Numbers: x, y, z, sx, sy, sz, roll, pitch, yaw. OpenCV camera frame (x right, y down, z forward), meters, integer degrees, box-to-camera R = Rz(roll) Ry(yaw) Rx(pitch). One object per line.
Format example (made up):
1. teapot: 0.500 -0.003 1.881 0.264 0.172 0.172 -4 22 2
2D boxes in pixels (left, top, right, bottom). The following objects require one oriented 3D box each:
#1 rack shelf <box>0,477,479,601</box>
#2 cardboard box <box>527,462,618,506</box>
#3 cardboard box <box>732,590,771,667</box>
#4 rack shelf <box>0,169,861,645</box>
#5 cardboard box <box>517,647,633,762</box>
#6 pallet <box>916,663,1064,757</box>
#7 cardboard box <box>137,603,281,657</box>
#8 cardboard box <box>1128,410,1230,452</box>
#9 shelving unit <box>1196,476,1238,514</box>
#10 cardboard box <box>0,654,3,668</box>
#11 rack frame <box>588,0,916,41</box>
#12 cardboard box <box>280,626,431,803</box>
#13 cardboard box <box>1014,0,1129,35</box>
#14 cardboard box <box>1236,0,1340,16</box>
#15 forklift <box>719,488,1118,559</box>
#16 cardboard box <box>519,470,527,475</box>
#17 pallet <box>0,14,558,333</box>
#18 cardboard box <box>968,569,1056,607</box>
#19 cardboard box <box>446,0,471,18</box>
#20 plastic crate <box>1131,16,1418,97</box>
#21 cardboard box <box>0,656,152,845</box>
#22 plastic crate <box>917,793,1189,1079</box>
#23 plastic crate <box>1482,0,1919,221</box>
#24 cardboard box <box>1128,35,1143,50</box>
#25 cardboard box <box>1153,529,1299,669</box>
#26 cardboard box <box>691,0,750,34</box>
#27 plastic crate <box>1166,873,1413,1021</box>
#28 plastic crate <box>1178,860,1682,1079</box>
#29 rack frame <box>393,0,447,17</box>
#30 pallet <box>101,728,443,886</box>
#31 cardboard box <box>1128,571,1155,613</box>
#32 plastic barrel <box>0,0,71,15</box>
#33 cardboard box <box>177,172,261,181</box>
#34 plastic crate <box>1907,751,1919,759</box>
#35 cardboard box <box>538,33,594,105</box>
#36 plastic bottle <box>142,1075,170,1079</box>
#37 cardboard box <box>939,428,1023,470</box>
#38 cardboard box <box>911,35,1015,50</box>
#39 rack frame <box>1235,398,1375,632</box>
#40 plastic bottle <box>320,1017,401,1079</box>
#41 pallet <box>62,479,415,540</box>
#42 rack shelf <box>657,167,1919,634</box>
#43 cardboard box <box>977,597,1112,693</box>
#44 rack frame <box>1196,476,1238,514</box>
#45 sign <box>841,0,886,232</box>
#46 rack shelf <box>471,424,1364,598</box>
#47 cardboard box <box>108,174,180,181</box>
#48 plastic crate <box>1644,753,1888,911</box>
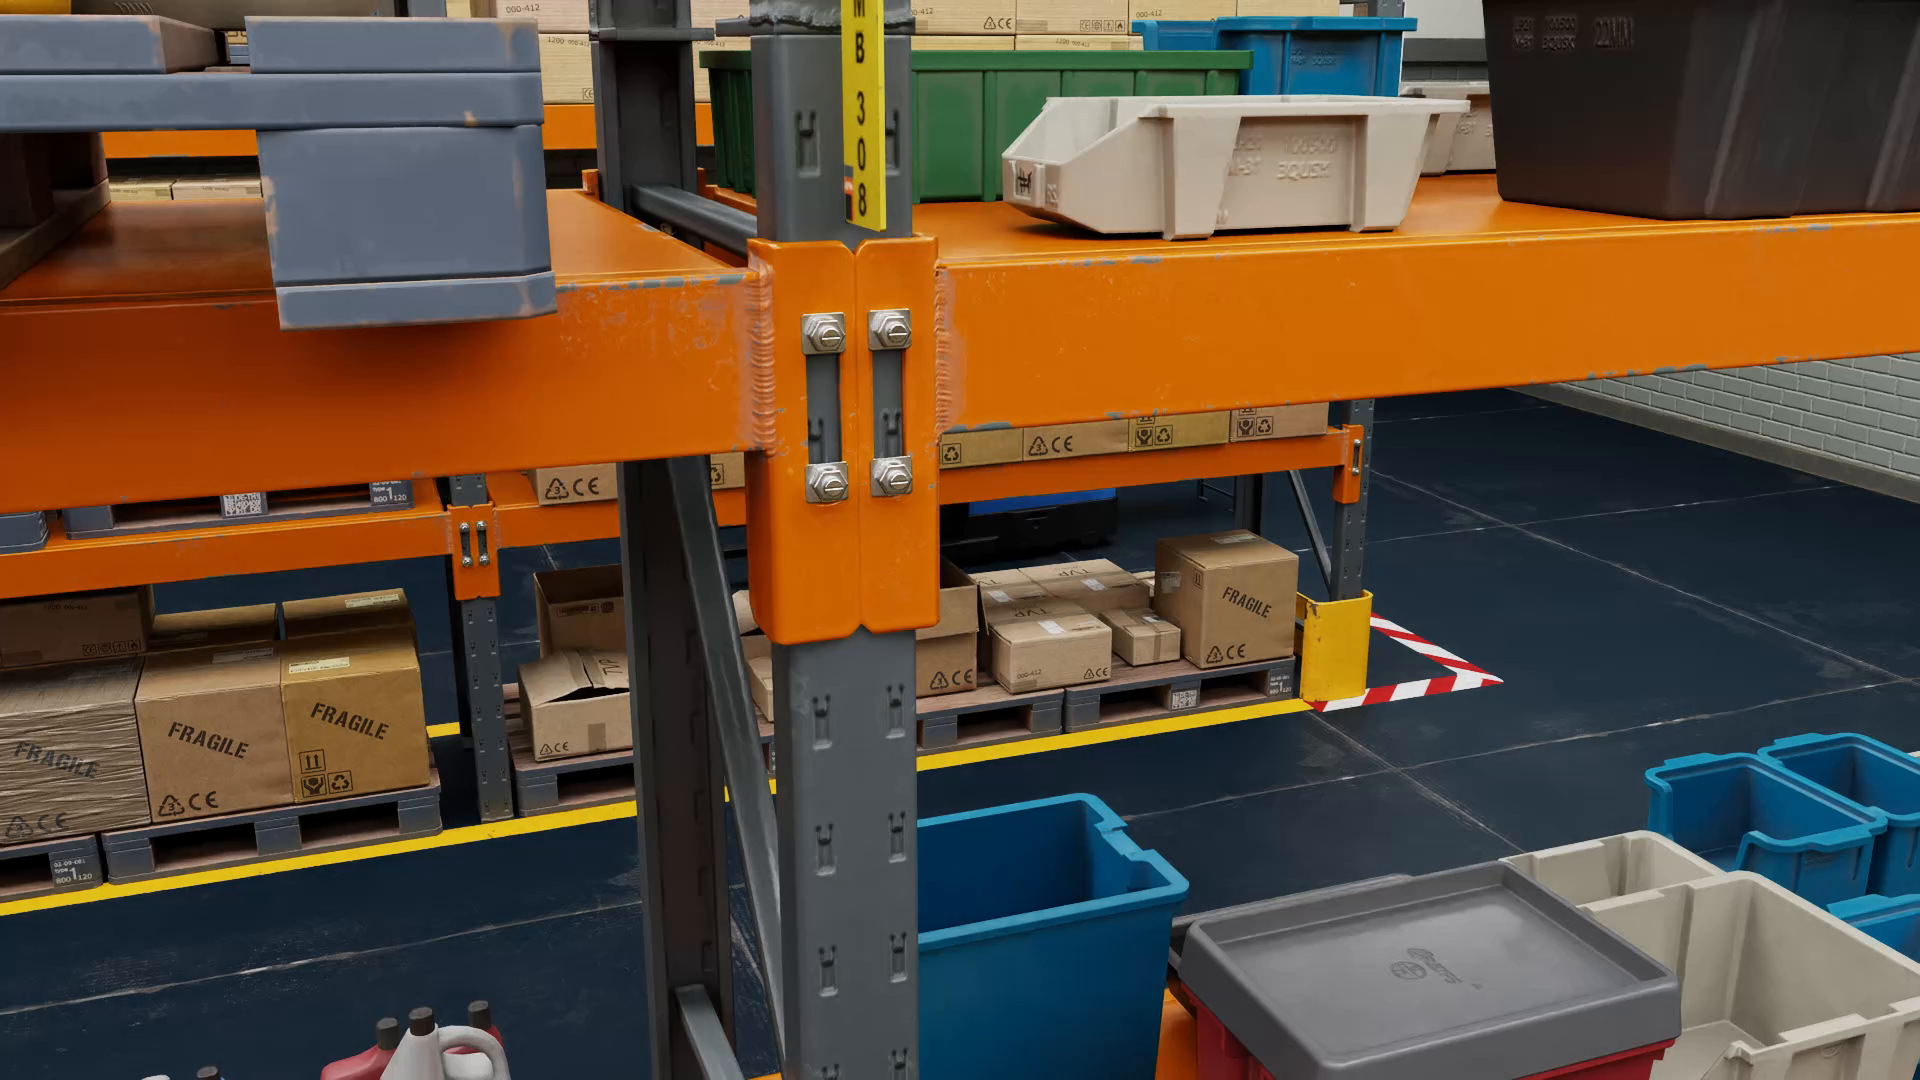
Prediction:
1. rack shelf: -3.913 0.116 6.158 4.000 0.370 1.077 -6 17 -20
2. cardboard box: -1.472 -0.459 6.660 0.500 0.500 0.500 -6 17 -19
3. cardboard box: -0.915 0.440 7.767 0.500 0.311 0.500 -6 17 -20
4. rack shelf: -2.144 -0.020 1.296 4.000 0.370 1.077 -6 17 -20
5. cardboard box: -1.576 0.662 7.010 0.500 0.311 0.500 -6 17 -20
6. pallet: -0.263 0.714 7.794 1.213 0.211 1.003 -6 17 -20
7. cardboard box: -3.079 0.598 6.893 0.500 0.500 0.500 -6 17 -19
8. cardboard box: 0.885 -0.713 7.524 0.500 0.500 0.500 -6 17 -20
9. shelving unit: 1.307 -0.897 10.991 1.048 1.500 0.538 -7 18 -24
10. cardboard box: -3.987 0.333 6.464 0.500 0.250 0.500 -7 18 -21
11. rack frame: -0.277 -2.006 1.459 0.127 3.000 1.000 -6 17 -20
12. cardboard box: -2.404 0.682 6.607 0.500 0.500 0.500 -6 17 -20
13. cardboard box: 0.366 -2.223 6.900 0.500 0.250 0.500 -6 17 -20
14. cardboard box: 1.301 -2.323 7.240 0.500 0.250 0.500 -6 17 -20
15. forklift: -0.569 -1.333 9.937 3.031 2.935 1.130 -7 18 -23
16. cardboard box: -1.671 -0.597 7.131 0.500 0.500 0.500 -6 17 -19
17. pallet: -0.974 -0.372 1.551 1.003 0.211 1.213 -6 17 -20
18. cardboard box: 0.146 0.355 8.166 0.500 0.250 0.500 -6 17 -20
19. cardboard box: -3.082 -3.351 10.706 0.500 0.250 0.500 -6 17 -20
20. plastic crate: 0.459 -0.662 2.503 0.300 0.233 0.416 -6 17 -20
21. cardboard box: -3.337 0.780 6.273 0.500 0.500 0.500 -6 17 -19
22. plastic crate: 0.037 0.714 2.764 0.575 0.384 0.392 -6 17 -20
23. plastic crate: 0.981 -0.557 2.081 0.590 0.269 0.497 -6 17 -20
24. cardboard box: 0.833 -2.033 7.141 0.500 0.250 0.500 -6 17 -20
25. cardboard box: 1.270 0.273 7.999 0.500 0.500 0.500 -6 17 -20
26. cardboard box: -1.037 -2.073 6.389 0.500 0.250 0.500 -6 17 -20
27. plastic crate: 0.672 0.792 2.959 0.590 0.125 0.437 -6 17 -20
28. plastic crate: 0.647 0.789 2.368 0.583 0.464 0.402 -6 17 -20
29. rack frame: -2.046 -3.310 5.898 0.127 3.000 1.000 -6 17 -20
30. pallet: -2.792 0.999 6.823 1.213 0.211 1.003 -6 17 -20
31. cardboard box: 0.942 0.291 8.532 0.250 0.166 0.380 -6 17 -20
32. plastic barrel: -1.057 -0.713 1.300 0.600 0.588 0.600 0 16 0
33. cardboard box: -4.831 -2.262 10.906 0.500 0.250 0.500 -6 17 -19
34. plastic crate: 2.147 0.584 3.647 0.298 0.136 0.250 -6 17 -20
35. cardboard box: -1.503 -1.782 6.287 0.500 0.250 0.500 -6 17 -20
36. plastic bottle: -1.187 0.915 2.378 0.135 0.276 0.152 -6 17 -20
37. cardboard box: -0.053 -0.613 7.184 0.500 0.500 0.500 -6 18 -21
38. cardboard box: -0.102 -1.933 6.800 0.500 0.250 0.500 -6 17 -20
39. rack frame: 1.689 -0.835 8.117 0.127 3.000 1.000 -6 17 -20
40. plastic bottle: -0.897 0.867 2.531 0.133 0.283 0.061 -6 17 -20
41. pallet: -2.831 -0.287 6.594 1.213 0.211 1.003 -6 17 -20
42. rack shelf: 1.591 -0.423 2.669 4.000 0.370 1.077 -6 17 -20
43. cardboard box: 0.372 0.481 7.735 0.500 0.250 0.500 -6 17 -20
44. rack frame: 1.769 -0.957 11.194 0.032 1.500 0.500 -7 18 -24
45. sign: -0.082 -0.426 1.387 0.005 0.325 0.100 -6 17 -20
46. rack shelf: -0.178 -0.288 7.531 4.000 0.370 1.077 -6 17 -20
47. cardboard box: -5.297 -2.210 10.729 0.500 0.250 0.500 -7 18 -22
48. plastic crate: 1.600 0.622 3.347 0.300 0.233 0.416 -6 17 -20
